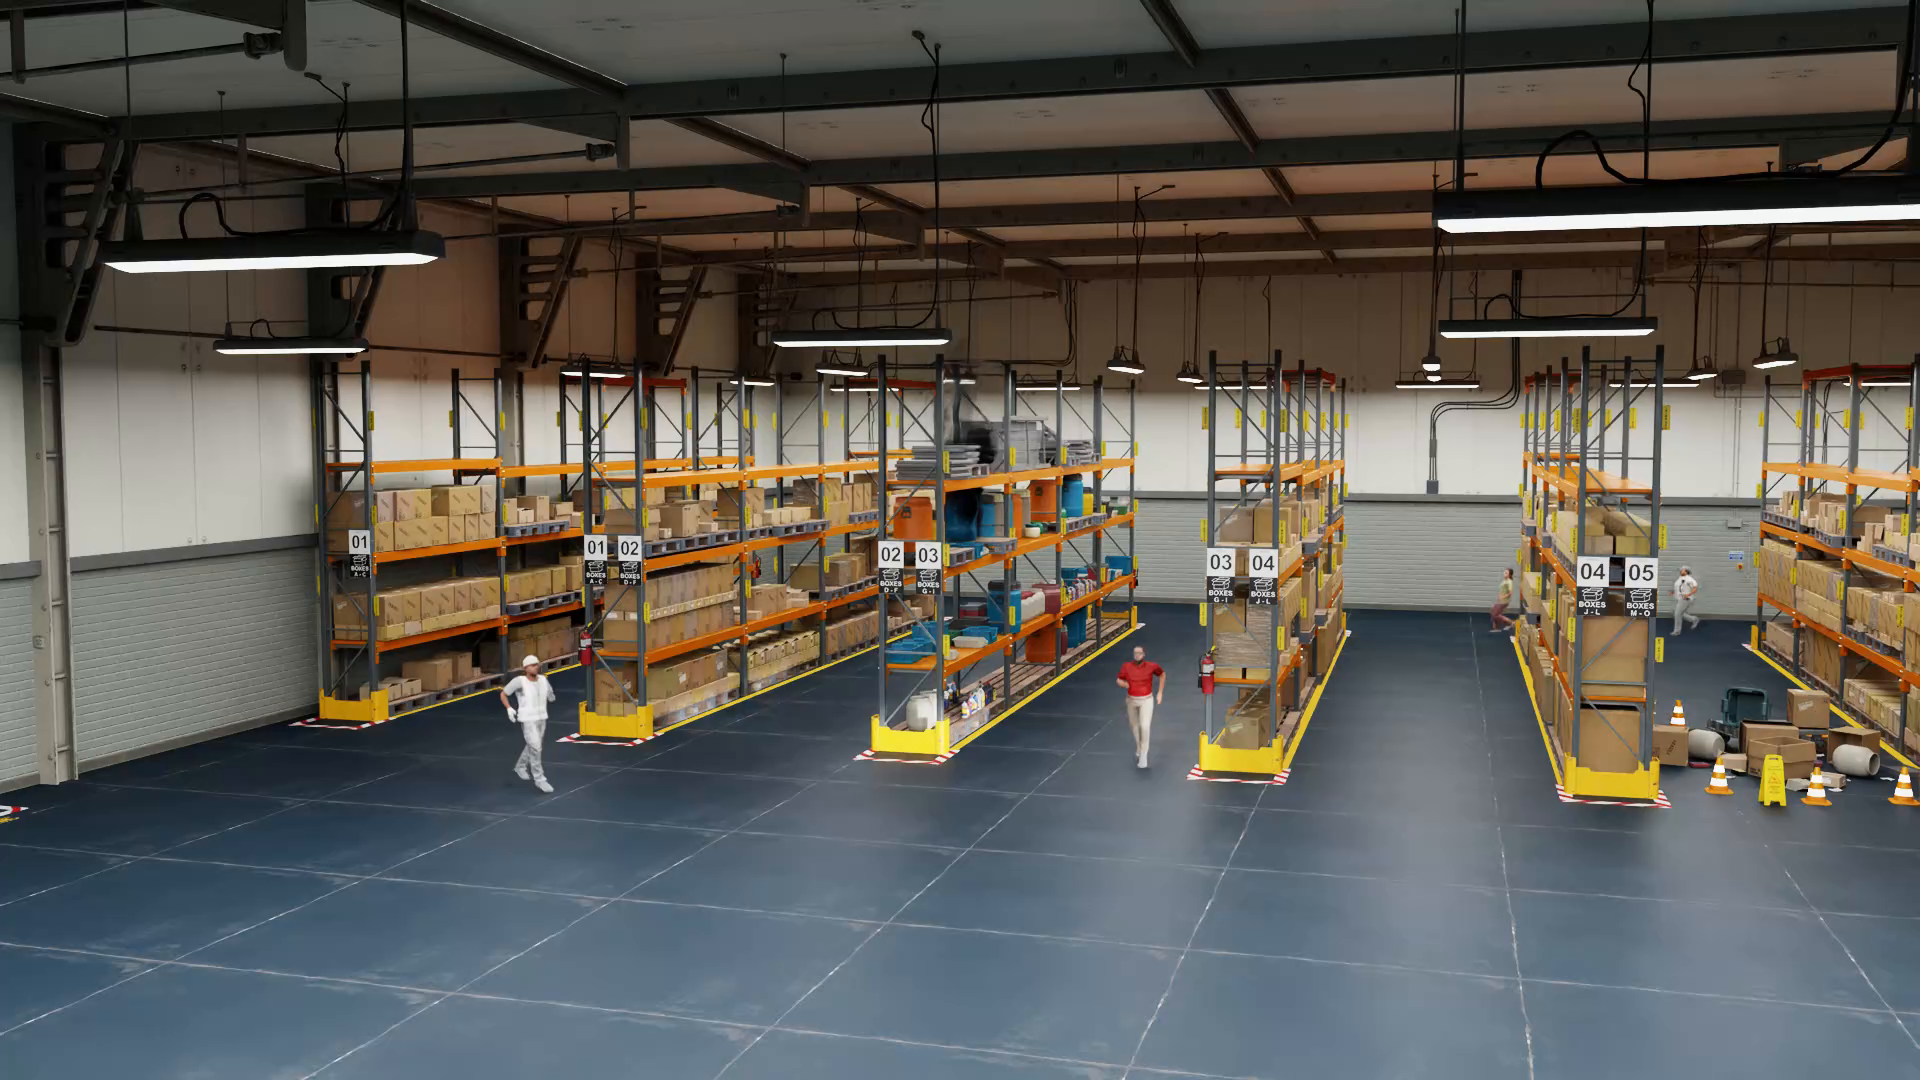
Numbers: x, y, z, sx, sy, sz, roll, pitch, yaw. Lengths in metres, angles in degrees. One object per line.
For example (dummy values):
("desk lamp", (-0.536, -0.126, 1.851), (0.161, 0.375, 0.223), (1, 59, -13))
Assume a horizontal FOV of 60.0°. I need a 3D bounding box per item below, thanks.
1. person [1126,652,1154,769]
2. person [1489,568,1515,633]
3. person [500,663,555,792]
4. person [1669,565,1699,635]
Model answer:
("person", (2.635, 2.453, 24.360), (0.419, 1.685, 0.837), (1, 4, 20))
("person", (12.749, 1.438, 39.063), (0.582, 1.588, 0.661), (1, 4, 16))
("person", (-5.822, 2.486, 22.654), (0.934, 1.768, 0.678), (3, 5, 35))
("person", (16.997, 1.419, 38.943), (0.769, 1.655, 0.607), (0, 4, -3))
